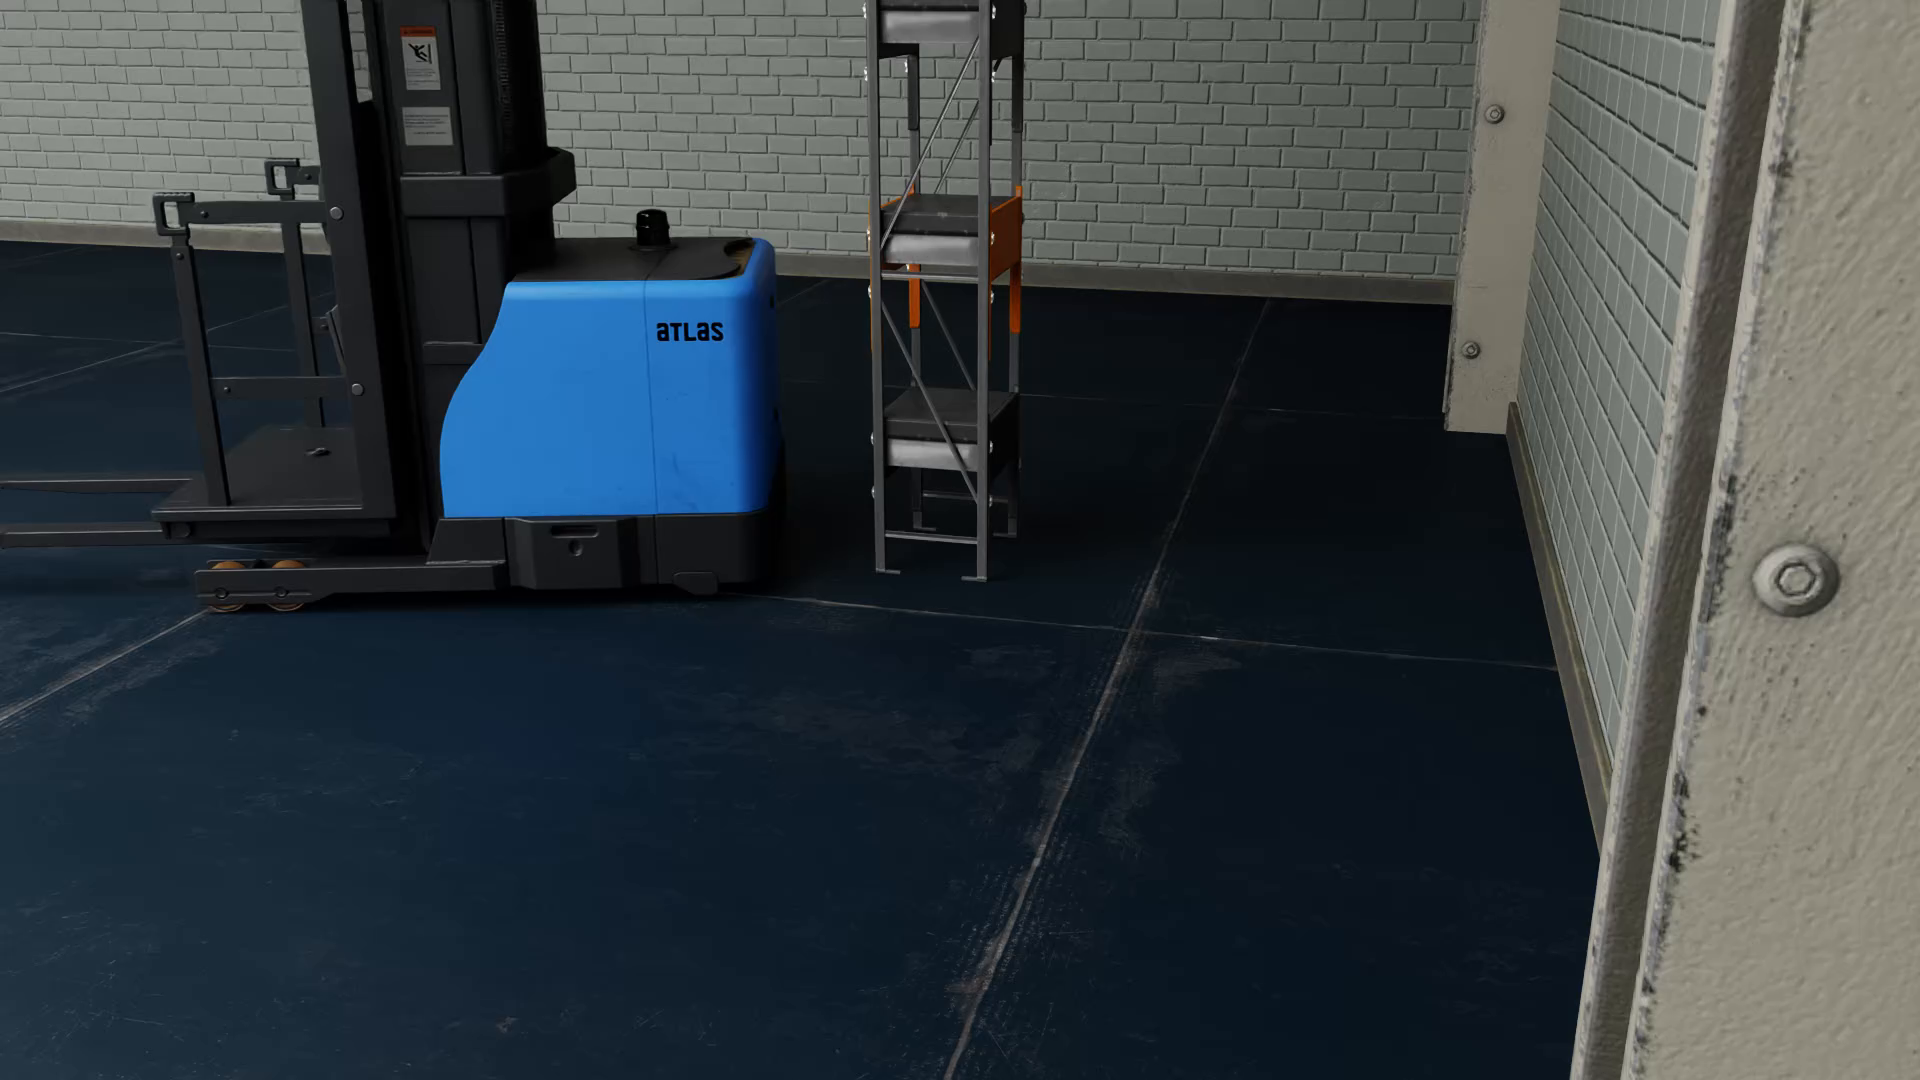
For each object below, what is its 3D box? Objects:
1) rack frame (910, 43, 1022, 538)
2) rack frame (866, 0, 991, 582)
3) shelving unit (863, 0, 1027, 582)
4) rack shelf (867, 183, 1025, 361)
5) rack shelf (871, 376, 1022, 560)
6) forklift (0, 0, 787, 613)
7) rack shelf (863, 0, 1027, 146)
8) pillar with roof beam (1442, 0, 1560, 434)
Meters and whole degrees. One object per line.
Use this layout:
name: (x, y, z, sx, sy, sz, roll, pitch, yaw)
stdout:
rack frame: (0.019, -1.018, 5.920, 0.400, 2.100, 0.015, 5, 19, 13)
rack frame: (-0.100, -0.865, 5.472, 0.400, 2.100, 0.015, 5, 19, 13)
shelving unit: (-0.040, -0.942, 5.696, 0.431, 2.100, 0.503, 5, 19, 13)
rack shelf: (-0.040, -0.929, 5.701, 0.431, 0.518, 0.480, 5, 19, 13)
rack shelf: (-0.040, -0.266, 5.927, 0.431, 0.518, 0.480, 5, 19, 13)
forklift: (-2.164, -1.323, 5.526, 3.031, 2.935, 1.130, -1, 19, -3)
rack shelf: (-0.040, -1.591, 5.474, 0.431, 0.518, 0.480, 5, 19, 13)
pillar with roof beam: (-1.743, -5.154, 7.355, 9.100, 9.000, 0.400, 5, 19, 13)
